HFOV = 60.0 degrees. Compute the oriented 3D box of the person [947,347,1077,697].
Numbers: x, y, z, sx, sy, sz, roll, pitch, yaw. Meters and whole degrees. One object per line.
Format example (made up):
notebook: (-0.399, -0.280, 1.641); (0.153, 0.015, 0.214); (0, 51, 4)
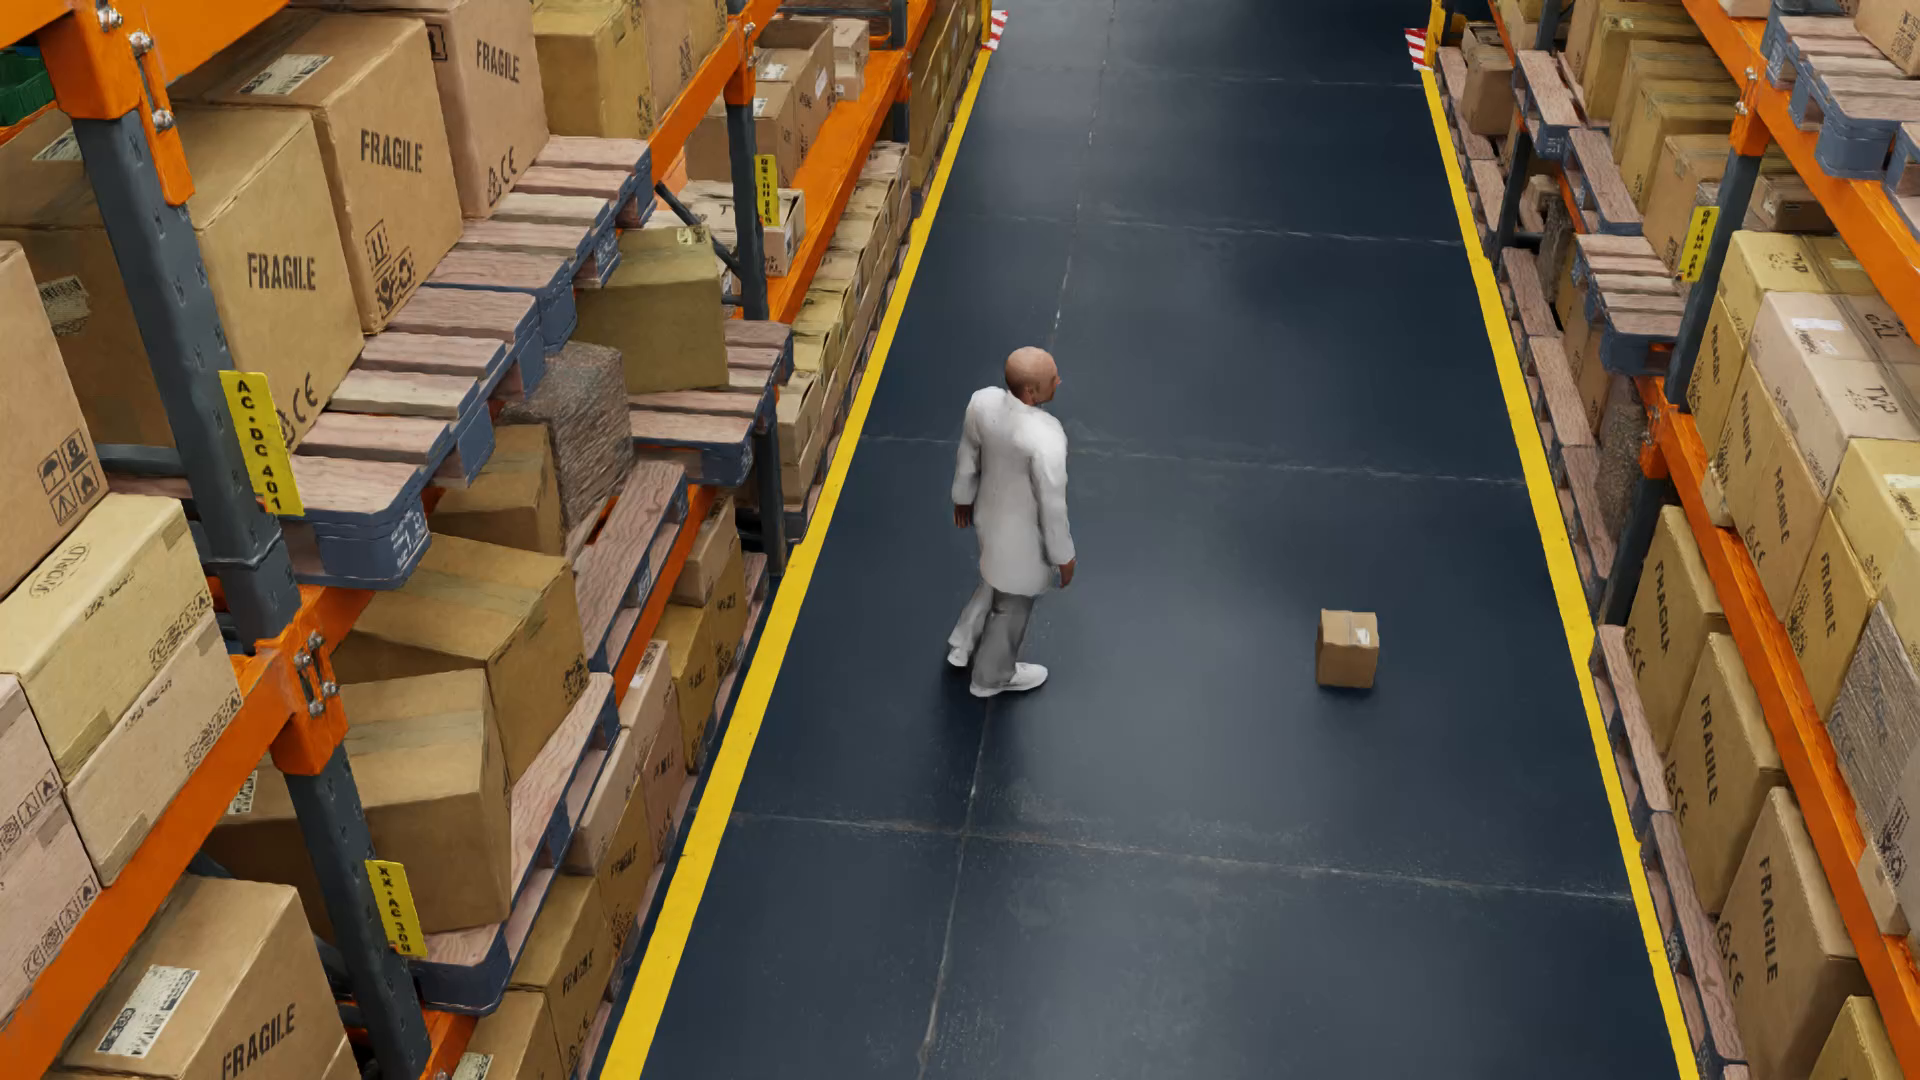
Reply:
person: (0.220, -0.061, 7.118); (0.505, 1.774, 0.704); (-21, 41, -27)
